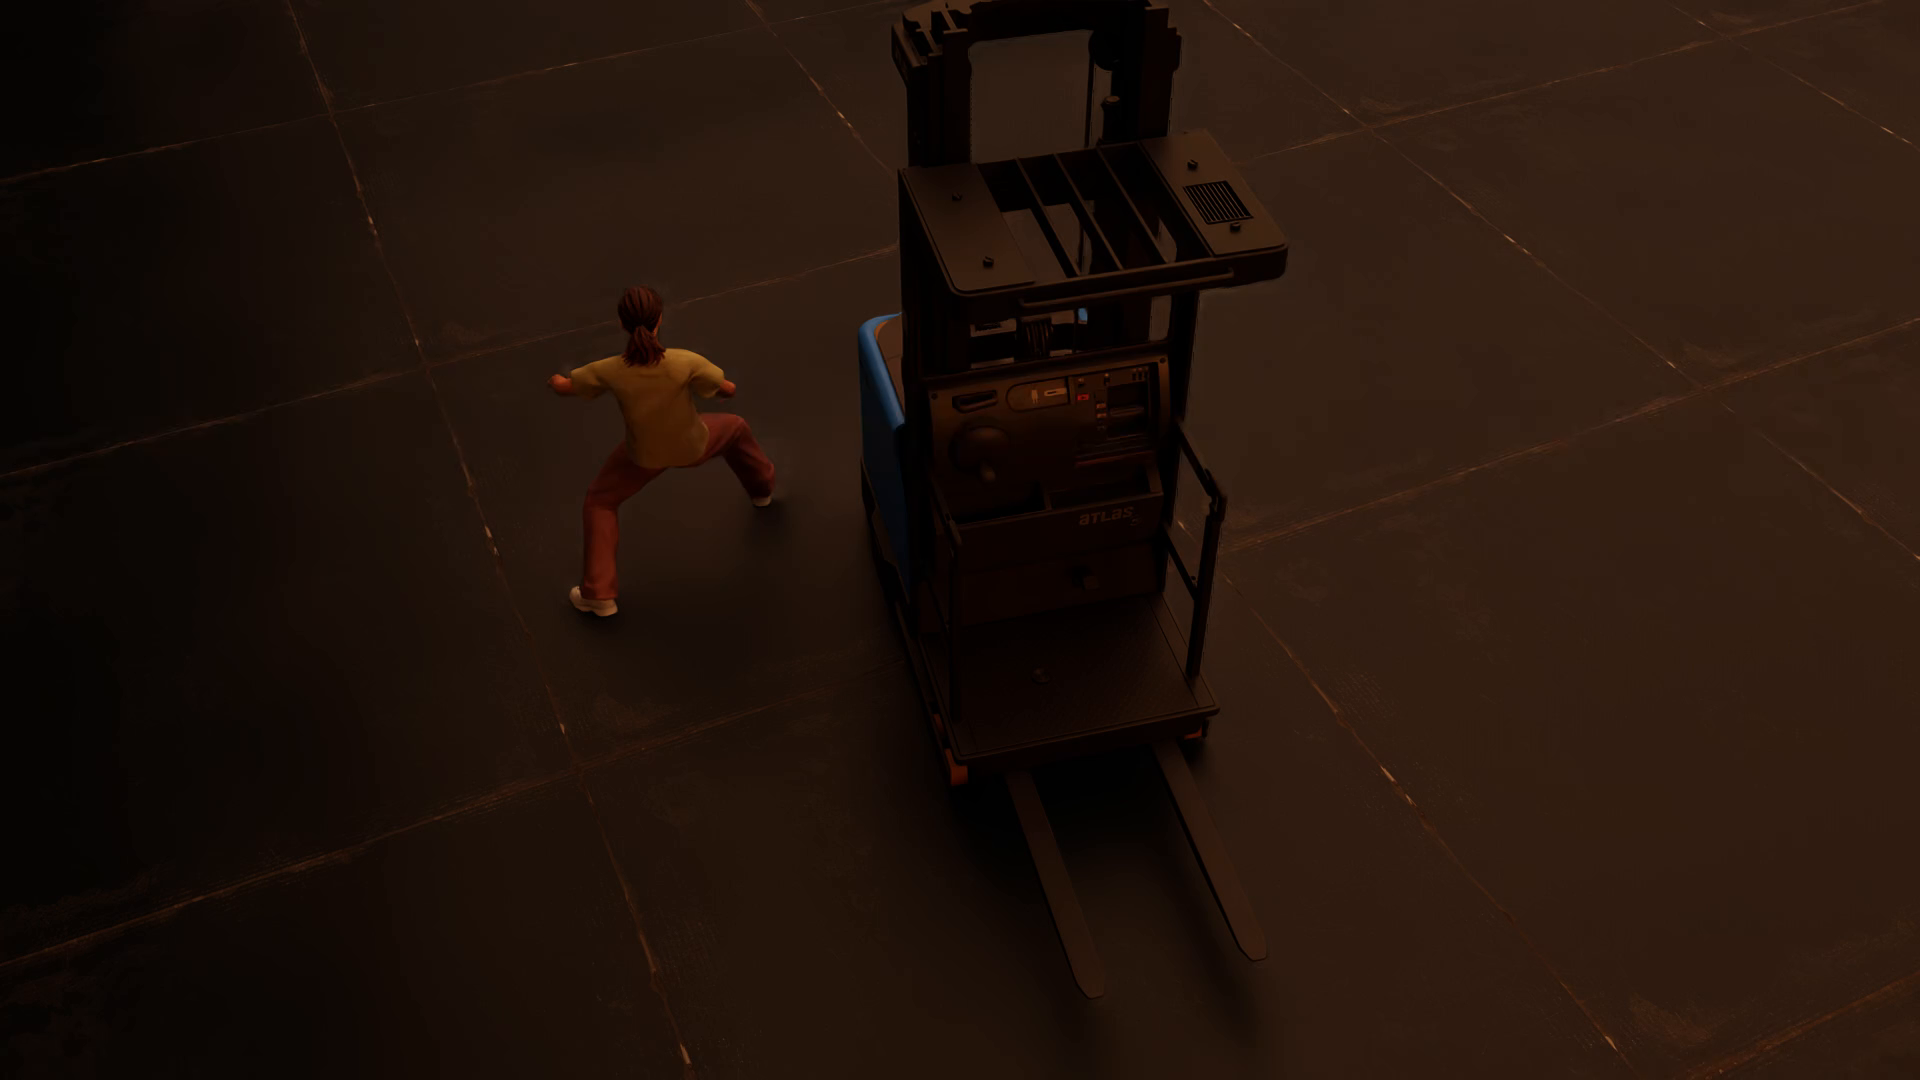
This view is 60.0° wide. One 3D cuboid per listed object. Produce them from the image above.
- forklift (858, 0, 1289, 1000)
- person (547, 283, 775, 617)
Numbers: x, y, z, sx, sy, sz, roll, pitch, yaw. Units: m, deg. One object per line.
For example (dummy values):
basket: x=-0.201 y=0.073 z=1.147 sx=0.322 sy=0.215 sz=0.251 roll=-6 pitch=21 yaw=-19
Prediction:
forklift: x=0.395 y=-0.367 z=6.073 sx=1.130 sy=2.935 sz=3.031 roll=-10 pitch=44 yaw=-10
person: x=-1.331 y=-0.515 z=7.307 sx=0.982 sy=1.516 sz=0.961 roll=-6 pitch=43 yaw=-6
